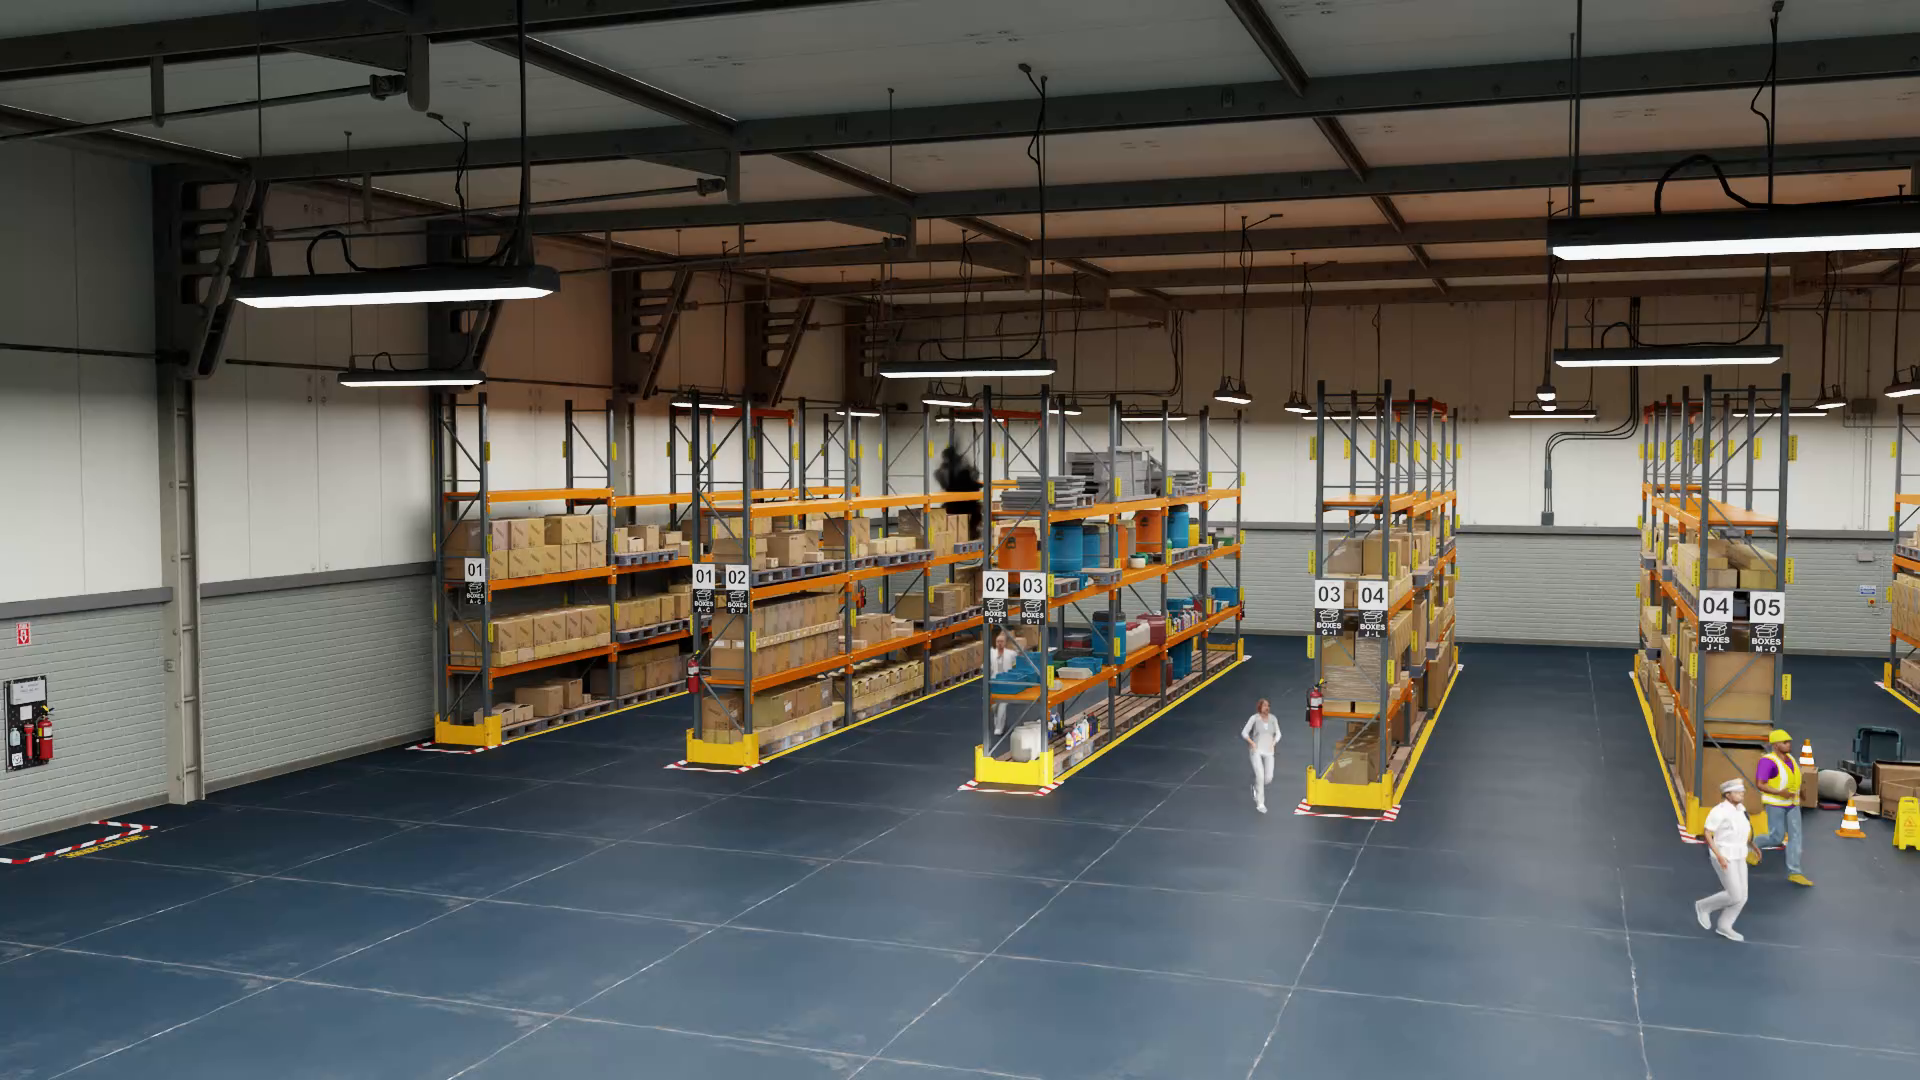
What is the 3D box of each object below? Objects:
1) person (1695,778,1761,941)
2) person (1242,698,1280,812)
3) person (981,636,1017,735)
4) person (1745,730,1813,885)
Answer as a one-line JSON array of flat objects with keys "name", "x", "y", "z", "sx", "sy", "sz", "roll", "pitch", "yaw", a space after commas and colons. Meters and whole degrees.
[{"name": "person", "x": 7.924, "y": 3.264, "z": 17.146, "sx": 0.593, "sy": 1.669, "sz": 0.555, "roll": -2, "pitch": 4, "yaw": -33}, {"name": "person", "x": 4.232, "y": 2.999, "z": 23.345, "sx": 0.552, "sy": 1.575, "sz": 0.581, "roll": 0, "pitch": 3, "yaw": -8}, {"name": "person", "x": 0.726, "y": 2.558, "z": 29.505, "sx": 0.709, "sy": 1.736, "sz": 0.757, "roll": 0, "pitch": 3, "yaw": 8}, {"name": "person", "x": 9.566, "y": 3.085, "z": 19.412, "sx": 0.709, "sy": 1.753, "sz": 0.921, "roll": -1, "pitch": 3, "yaw": -26}]
